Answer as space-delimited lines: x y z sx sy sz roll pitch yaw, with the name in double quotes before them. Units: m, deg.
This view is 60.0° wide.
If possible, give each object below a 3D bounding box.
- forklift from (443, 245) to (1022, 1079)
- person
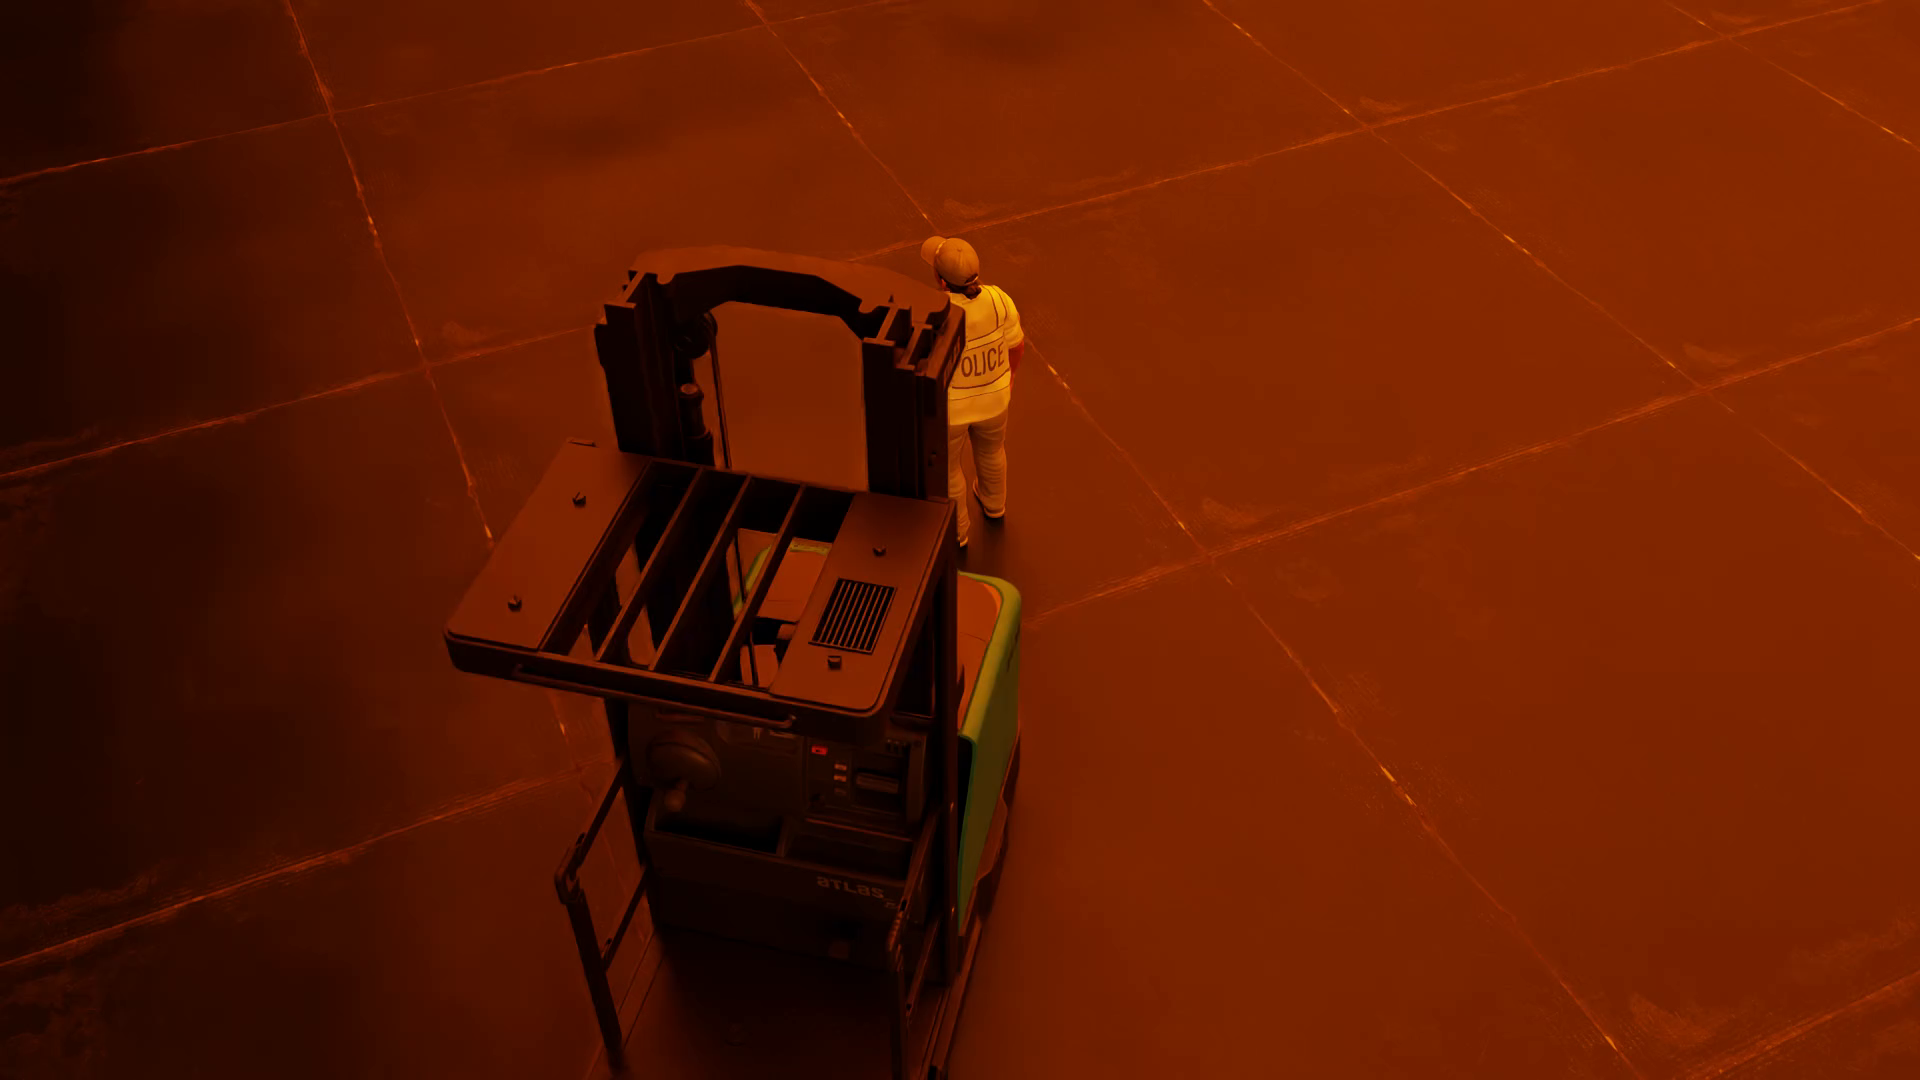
"forklift" -0.605 0.762 4.864 1.130 2.935 3.031 9 44 10
"person" -0.011 -0.668 7.313 0.598 1.670 0.529 -18 46 -18
